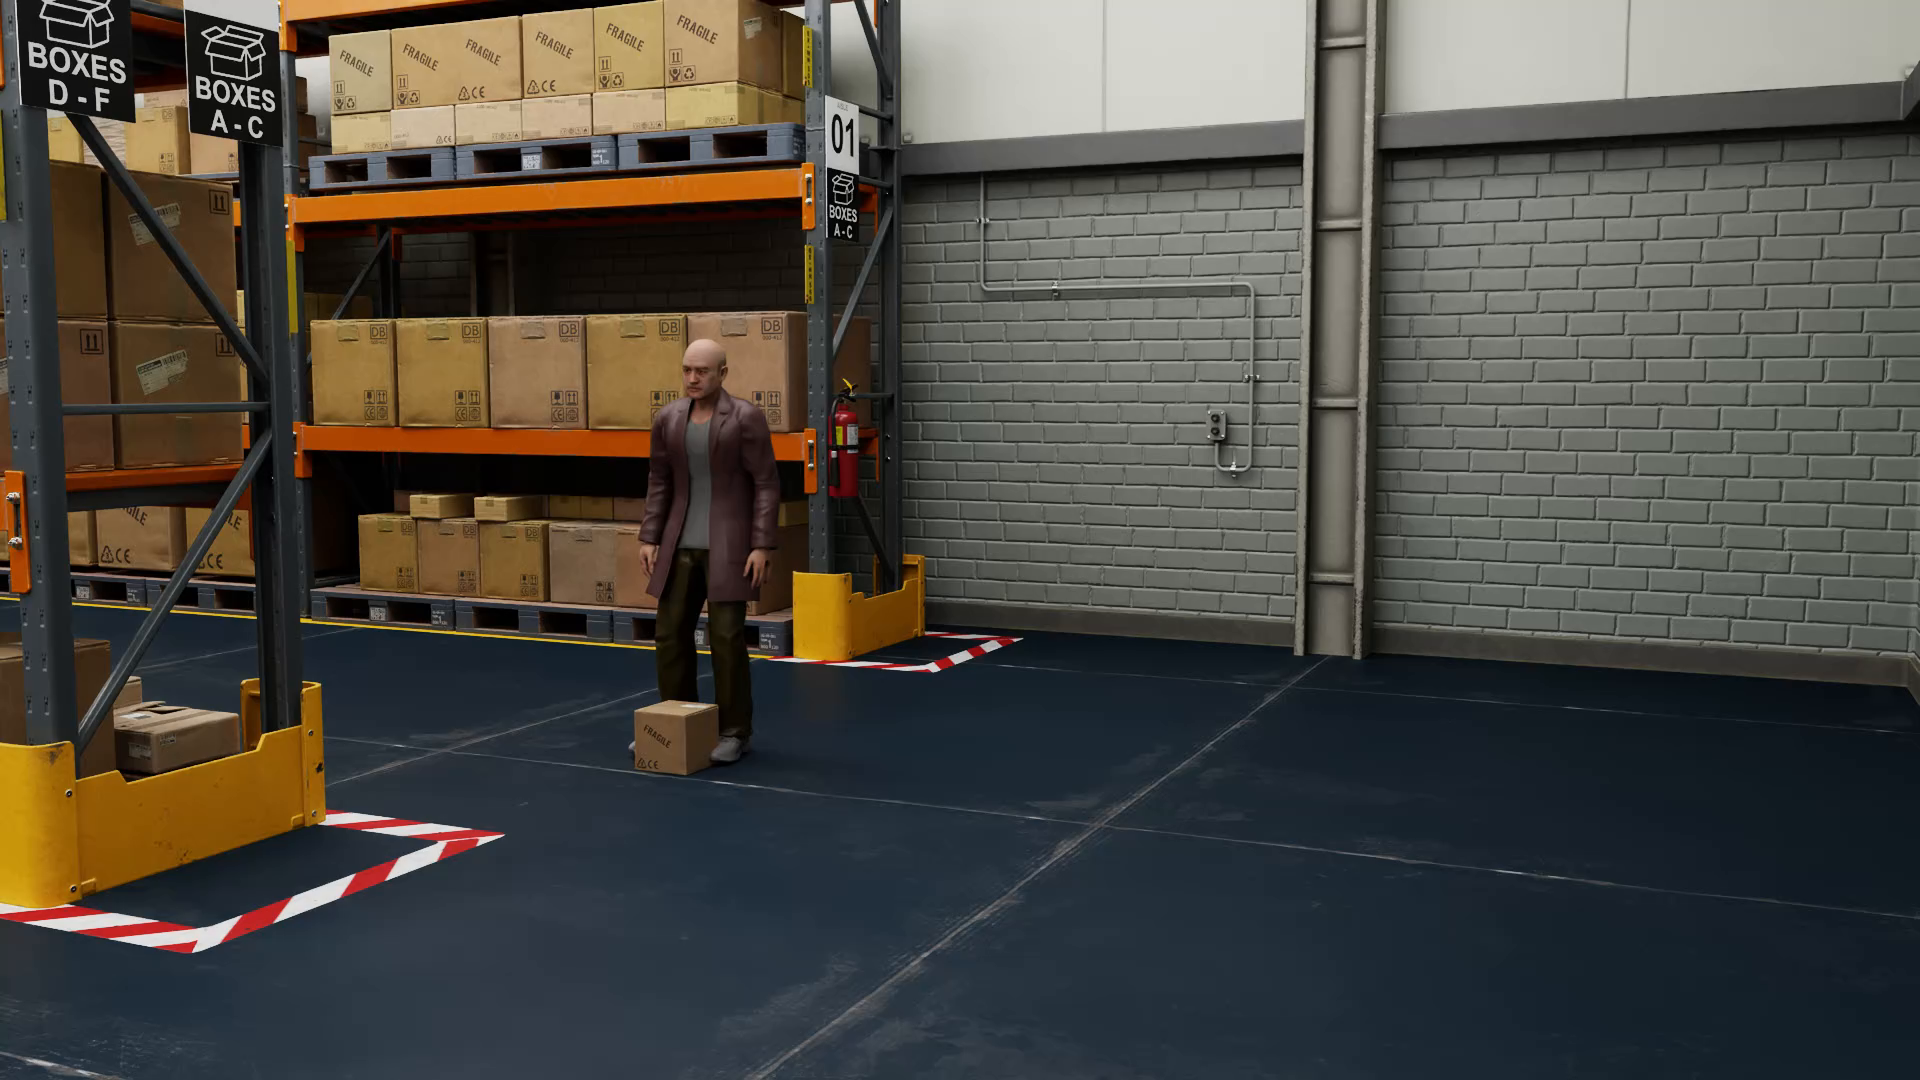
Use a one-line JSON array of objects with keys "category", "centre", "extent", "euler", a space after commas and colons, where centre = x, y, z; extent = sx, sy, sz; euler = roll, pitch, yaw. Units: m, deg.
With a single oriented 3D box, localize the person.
[{"category": "person", "centre": [-1.072, 0.040, 7.060], "extent": [0.649, 1.772, 0.429], "euler": [2, 6, 20]}]
